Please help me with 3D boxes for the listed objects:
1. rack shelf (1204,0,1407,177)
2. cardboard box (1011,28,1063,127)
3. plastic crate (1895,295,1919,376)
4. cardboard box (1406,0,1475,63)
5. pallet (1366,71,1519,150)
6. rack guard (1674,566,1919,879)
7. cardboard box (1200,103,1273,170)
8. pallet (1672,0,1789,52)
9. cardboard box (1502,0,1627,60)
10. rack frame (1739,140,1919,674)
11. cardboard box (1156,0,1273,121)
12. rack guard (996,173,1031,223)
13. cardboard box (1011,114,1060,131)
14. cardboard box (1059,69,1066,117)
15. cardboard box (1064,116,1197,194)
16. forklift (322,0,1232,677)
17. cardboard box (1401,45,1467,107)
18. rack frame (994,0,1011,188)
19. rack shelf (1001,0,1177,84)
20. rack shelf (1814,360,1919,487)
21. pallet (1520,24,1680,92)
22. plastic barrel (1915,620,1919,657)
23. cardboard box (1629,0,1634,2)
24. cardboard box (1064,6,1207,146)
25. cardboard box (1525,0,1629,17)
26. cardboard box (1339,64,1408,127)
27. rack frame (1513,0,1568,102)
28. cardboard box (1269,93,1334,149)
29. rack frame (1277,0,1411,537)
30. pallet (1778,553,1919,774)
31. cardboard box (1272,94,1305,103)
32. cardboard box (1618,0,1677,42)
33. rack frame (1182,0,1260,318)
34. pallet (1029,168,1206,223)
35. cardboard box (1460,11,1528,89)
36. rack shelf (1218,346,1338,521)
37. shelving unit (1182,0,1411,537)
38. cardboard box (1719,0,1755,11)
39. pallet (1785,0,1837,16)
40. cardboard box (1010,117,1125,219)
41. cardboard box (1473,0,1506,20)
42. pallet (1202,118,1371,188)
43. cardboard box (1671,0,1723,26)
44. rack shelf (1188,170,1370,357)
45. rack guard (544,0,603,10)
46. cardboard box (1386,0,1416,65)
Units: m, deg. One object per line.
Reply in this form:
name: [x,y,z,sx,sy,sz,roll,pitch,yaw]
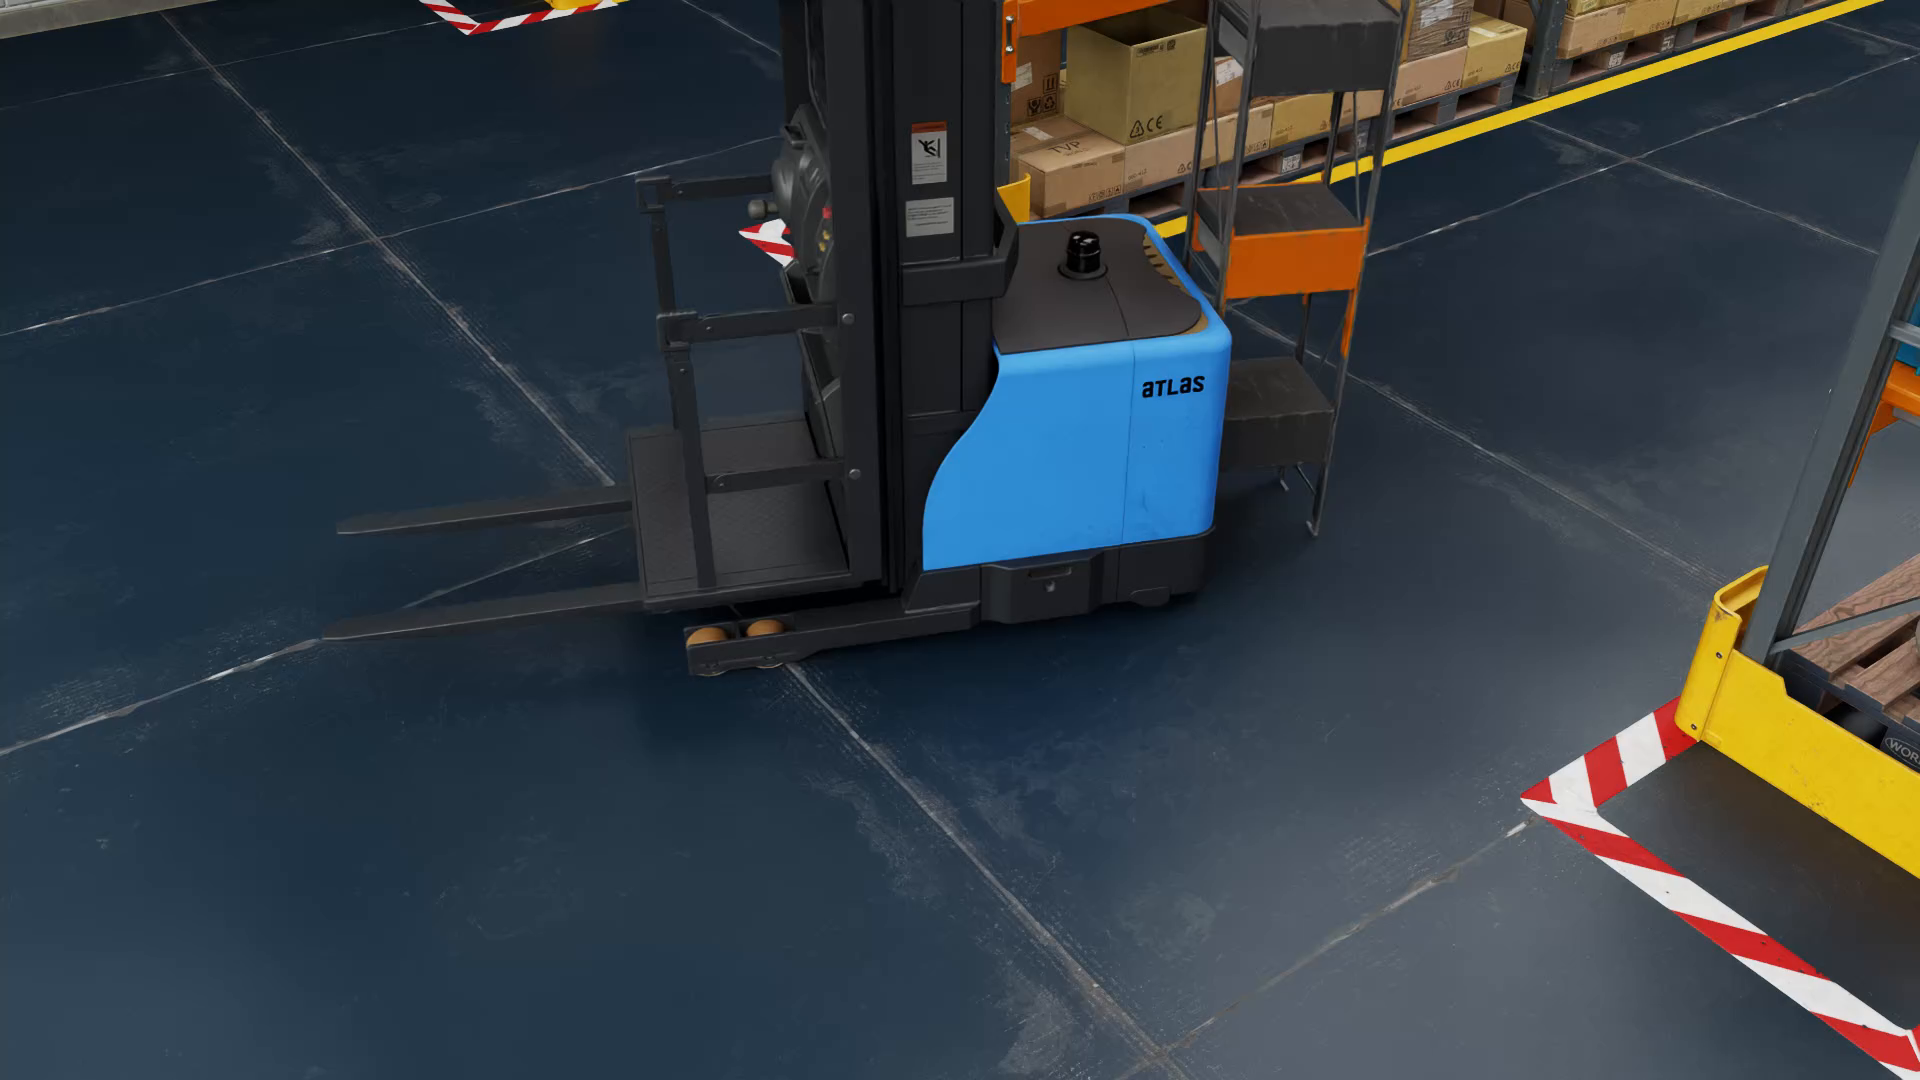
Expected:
rack shelf: [1.092,-1.515,5.375,0.480,0.518,0.431,-6,36,-10]
cardboard box: [0.164,-2.408,8.382,0.500,0.500,0.500,-22,41,-28]
plastic crate: [2.984,-0.612,4.659,0.616,0.251,0.499,-22,41,-28]
cardboard box: [2.498,-3.008,9.216,0.500,0.500,0.500,-22,41,-28]
pallet: [2.493,-2.693,9.813,1.213,0.211,1.003,-22,41,-28]
rack guard: [2.783,0.605,4.980,0.348,0.500,1.175,-22,41,-28]
cardboard box: [1.279,-2.193,8.725,0.500,0.250,0.500,-22,41,-28]
pallet: [4.745,-3.619,11.101,1.213,0.211,1.003,-22,41,-28]
cardboard box: [3.639,-3.144,10.047,0.500,0.250,0.500,-23,42,-29]
rack frame: [2.748,-0.361,4.183,0.127,3.000,1.000,-22,41,-28]
cardboard box: [1.273,-2.503,8.514,0.500,0.500,0.500,-22,41,-28]
rack guard: [-0.122,-1.704,8.191,0.348,0.500,1.175,-22,41,-28]
cardboard box: [0.165,-2.102,8.599,0.500,0.250,0.500,-22,41,-28]
cardboard box: [0.567,-2.276,8.841,0.500,0.250,0.500,-22,41,-28]
cardboard box: [0.870,-2.025,8.492,0.500,0.250,0.500,-22,41,-28]
forklift: [-0.675,-1.068,5.224,3.031,2.935,1.130,-7,36,-10]
cardboard box: [2.499,-2.702,9.434,0.500,0.250,0.500,-22,41,-28]
rack frame: [-0.103,-2.727,7.472,0.127,3.000,1.000,-22,41,-28]
rack shelf: [1.532,-3.107,8.617,4.000,0.370,1.077,-22,41,-28]
rack shelf: [4.382,-0.742,5.329,4.000,0.370,1.077,-22,41,-28]
pallet: [3.747,-3.206,10.527,1.213,0.211,1.003,-22,41,-28]
plastic barrel: [3.242,0.220,5.146,0.421,0.512,0.421,0,36,0]
cardboard box: [4.060,-3.540,10.118,0.500,0.311,0.500,-23,42,-28]
cardboard box: [0.871,-2.329,8.272,0.500,0.500,0.500,-22,41,-28]
cardboard box: [3.648,-3.374,9.887,0.500,0.311,0.500,-22,41,-28]
cardboard box: [2.099,-2.527,9.190,0.500,0.250,0.500,-22,41,-28]
rack frame: [3.167,-4.072,9.343,0.127,3.000,1.000,-22,41,-28]
cardboard box: [1.691,-2.359,8.956,0.500,0.250,0.500,-22,41,-28]
rack frame: [1.319,-0.981,5.816,0.015,2.100,0.400,-6,36,-10]
pallet: [3.450,0.452,5.441,1.213,0.211,1.003,-22,41,-28]
cardboard box: [1.691,-2.663,8.736,0.500,0.500,0.500,-22,41,-28]
cardboard box: [4.058,-3.315,10.285,0.500,0.250,0.500,-21,41,-27]
rack frame: [0.841,-0.932,5.732,0.015,2.100,0.400,-6,36,-10]
pallet: [0.498,-1.872,8.672,1.213,0.211,1.003,-22,41,-28]
cardboard box: [2.914,-2.866,9.661,0.500,0.250,0.500,-22,41,-28]
rack shelf: [1.068,-0.376,6.189,0.480,0.518,0.431,-6,36,-10]
shelving unit: [1.080,-0.956,5.774,0.503,2.100,0.431,-6,36,-10]
cardboard box: [4.896,-3.661,10.767,0.500,0.250,0.500,-22,41,-27]
pallet: [5.741,-4.027,11.669,1.213,0.211,1.003,-22,41,-28]
cardboard box: [0.464,-1.855,8.256,0.500,0.250,0.500,-22,41,-28]
cardboard box: [3.339,-3.404,10.409,0.500,0.250,0.500,-23,42,-28]
pallet: [1.495,-2.280,9.239,1.213,0.211,1.003,-22,41,-28]
cardboard box: [4.480,-3.491,10.530,0.500,0.250,0.500,-24,42,-29]
rack shelf: [1.080,-0.945,5.782,0.480,0.518,0.431,-6,36,-10]
rack guard: [-2.897,-4.100,11.523,0.348,0.500,1.175,-22,41,-28]
cardboard box: [2.092,-2.838,8.980,0.500,0.500,0.500,-22,41,-28]
